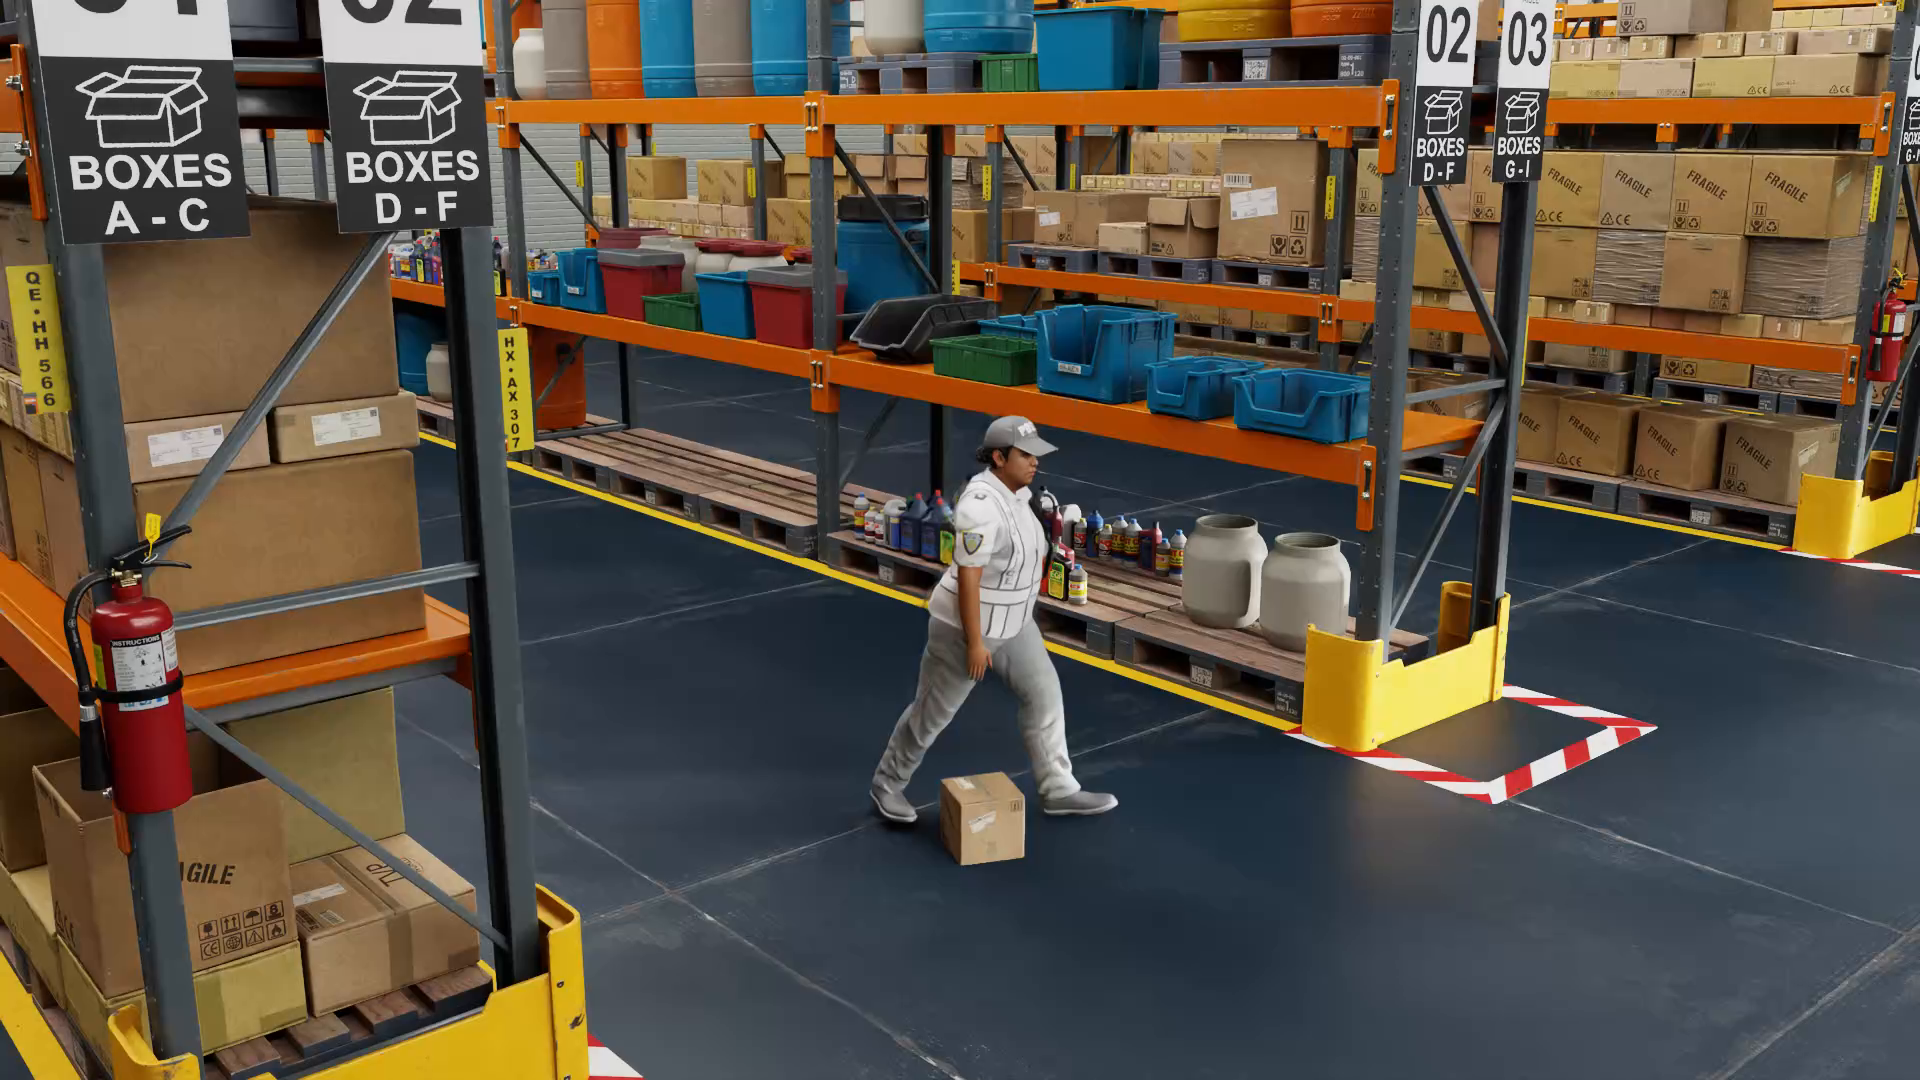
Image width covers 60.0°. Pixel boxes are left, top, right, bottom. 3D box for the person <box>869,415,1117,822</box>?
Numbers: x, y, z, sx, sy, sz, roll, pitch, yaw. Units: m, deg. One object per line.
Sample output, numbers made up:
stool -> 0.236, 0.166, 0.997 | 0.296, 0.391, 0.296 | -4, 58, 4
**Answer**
person -> 0.106, 0.316, 6.335 | 0.939, 1.612, 0.516 | 7, 16, 25
